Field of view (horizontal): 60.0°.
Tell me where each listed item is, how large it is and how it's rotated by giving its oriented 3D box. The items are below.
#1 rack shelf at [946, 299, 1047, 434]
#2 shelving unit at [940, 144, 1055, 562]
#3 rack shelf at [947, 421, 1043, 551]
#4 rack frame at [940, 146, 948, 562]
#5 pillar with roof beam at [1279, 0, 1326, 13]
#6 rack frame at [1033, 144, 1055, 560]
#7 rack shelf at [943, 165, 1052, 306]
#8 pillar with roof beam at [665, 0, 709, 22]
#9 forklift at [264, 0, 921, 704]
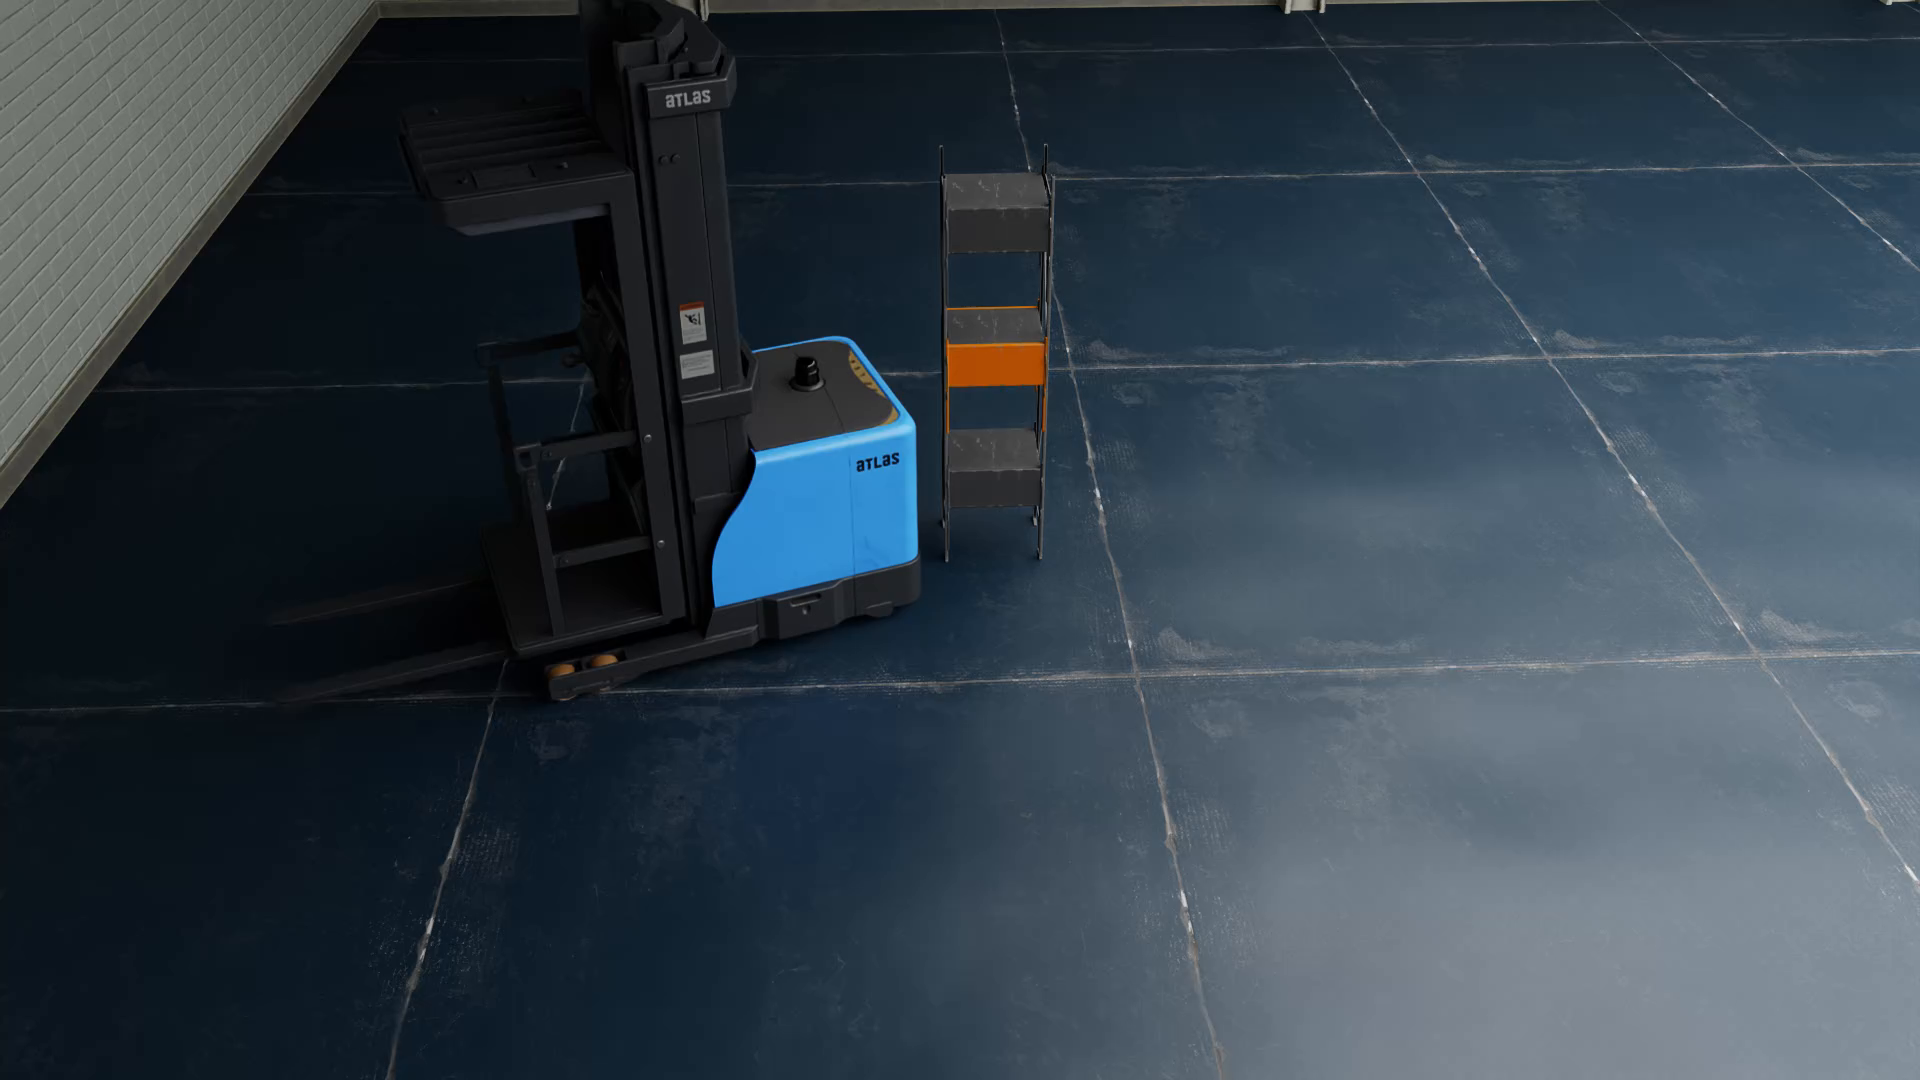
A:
[{"bbox_3d":[0.165,-0.857,8.203,0.480,0.518,0.431,-2,35,-2],"label":"rack shelf"},{"bbox_3d":[0.165,-0.868,8.195,0.503,2.100,0.431,-2,35,-2],"label":"shelving unit"},{"bbox_3d":[0.165,-0.281,8.601,0.480,0.518,0.431,-2,35,-2],"label":"rack shelf"},{"bbox_3d":[-0.078,-0.861,8.186,0.015,2.100,0.400,-2,35,-2],"label":"rack frame"},{"bbox_3d":[3.555,-6.478,10.239,0.400,9.000,9.100,-2,35,-2],"label":"pillar with roof beam"},{"bbox_3d":[0.409,-0.874,8.205,0.015,2.100,0.400,-2,35,-2],"label":"rack frame"},{"bbox_3d":[0.165,-1.432,7.805,0.480,0.518,0.431,-2,35,-2],"label":"rack shelf"},{"bbox_3d":[-2.438,-6.317,10.006,0.400,9.000,9.100,-2,35,-2],"label":"pillar with roof beam"},{"bbox_3d":[-1.761,-0.803,7.371,3.031,2.935,1.130,-13,37,-18],"label":"forklift"}]
